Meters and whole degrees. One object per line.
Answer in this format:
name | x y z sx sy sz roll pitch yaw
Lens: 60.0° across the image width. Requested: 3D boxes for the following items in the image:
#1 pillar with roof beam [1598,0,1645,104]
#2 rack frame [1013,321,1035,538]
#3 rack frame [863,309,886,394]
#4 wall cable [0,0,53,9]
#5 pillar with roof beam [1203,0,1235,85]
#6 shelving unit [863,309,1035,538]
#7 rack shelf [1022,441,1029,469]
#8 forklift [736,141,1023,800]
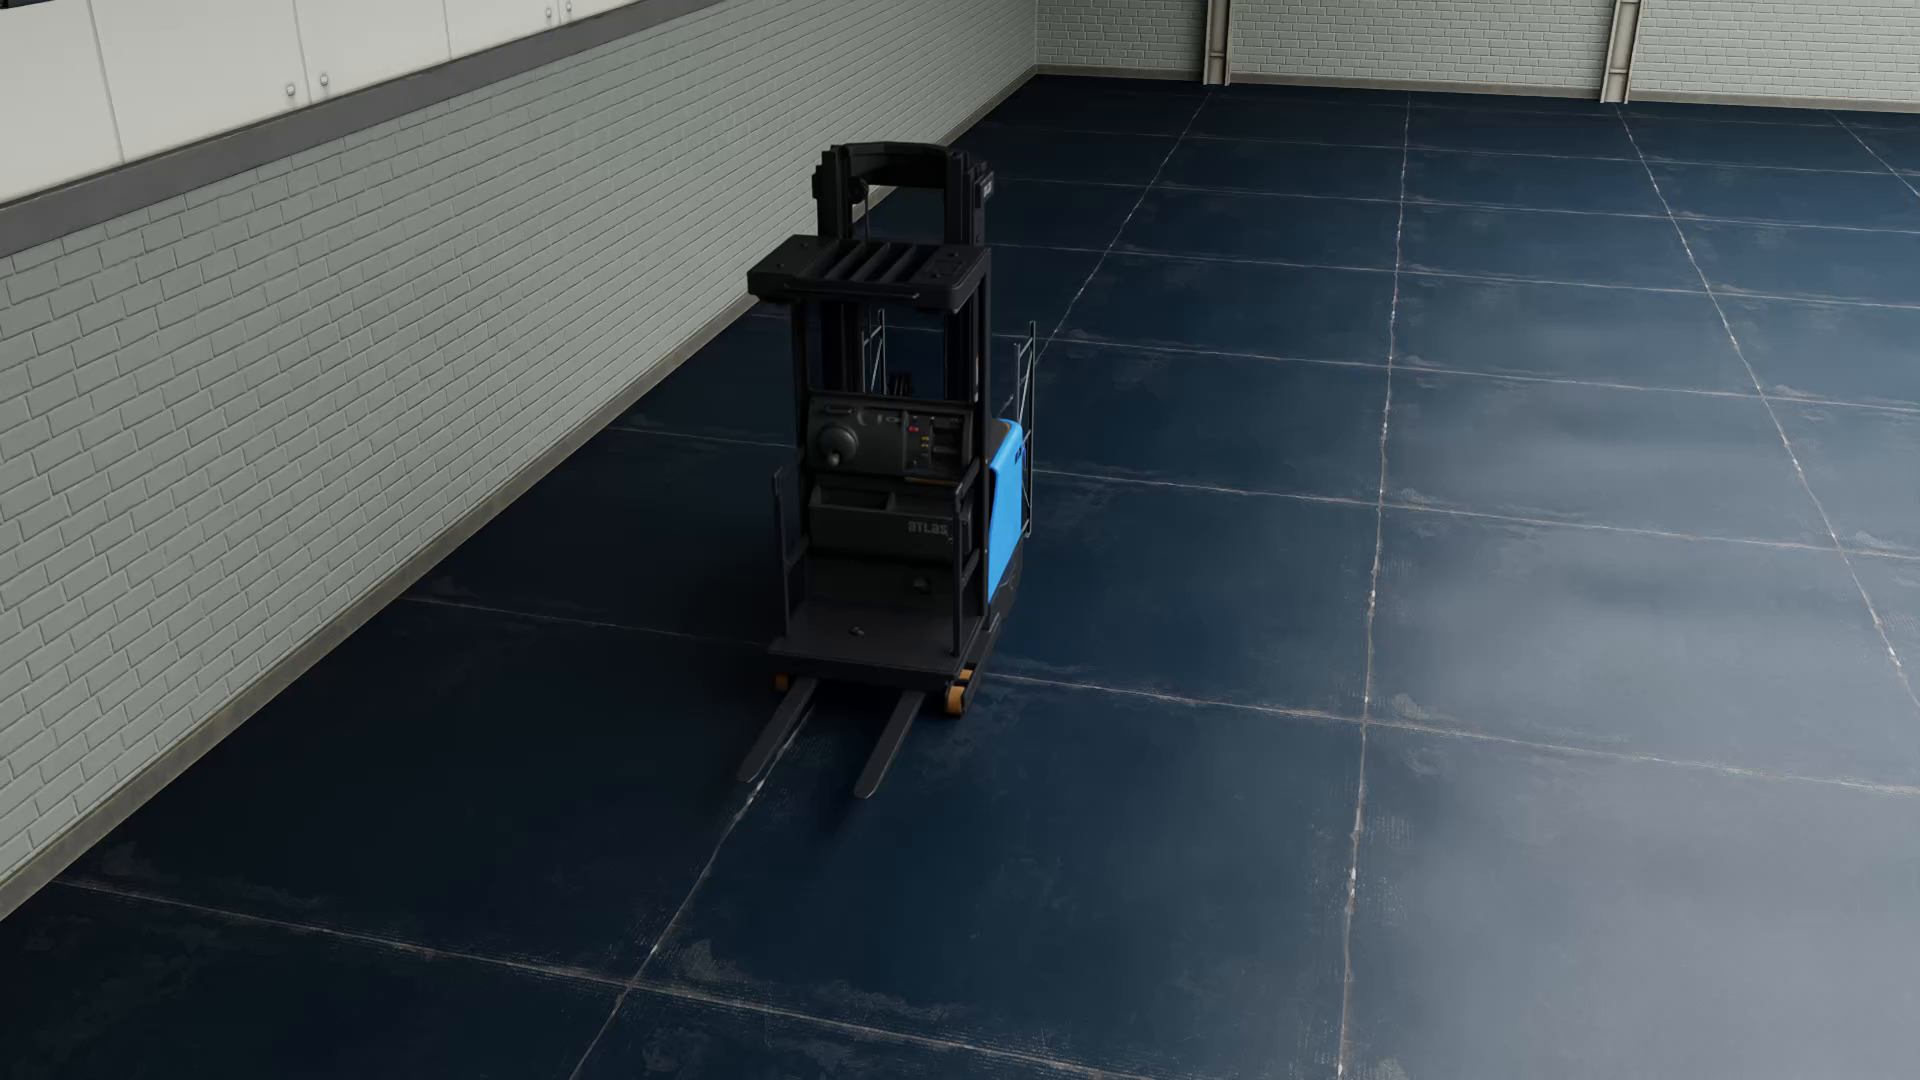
pillar with roof beam | 8.839 -8.935 19.548 0.400 9.000 9.100 6 26 13
rack frame | 0.410 -0.632 10.832 0.032 1.500 0.500 6 26 13
rack frame | -0.575 -0.741 11.061 0.032 1.500 0.500 6 26 13
wall cable | -3.889 -4.607 6.503 0.169 6.003 2.305 6 26 13
pillar with roof beam | 3.028 -9.577 20.898 0.400 9.000 9.100 6 26 13
shelving unit | -0.083 -0.686 10.947 1.048 1.500 0.538 6 26 13
rack shelf | -0.083 -0.524 11.024 1.000 0.185 0.538 6 26 13
forklift | -0.434 -0.529 8.952 1.130 2.935 3.031 6 26 12
